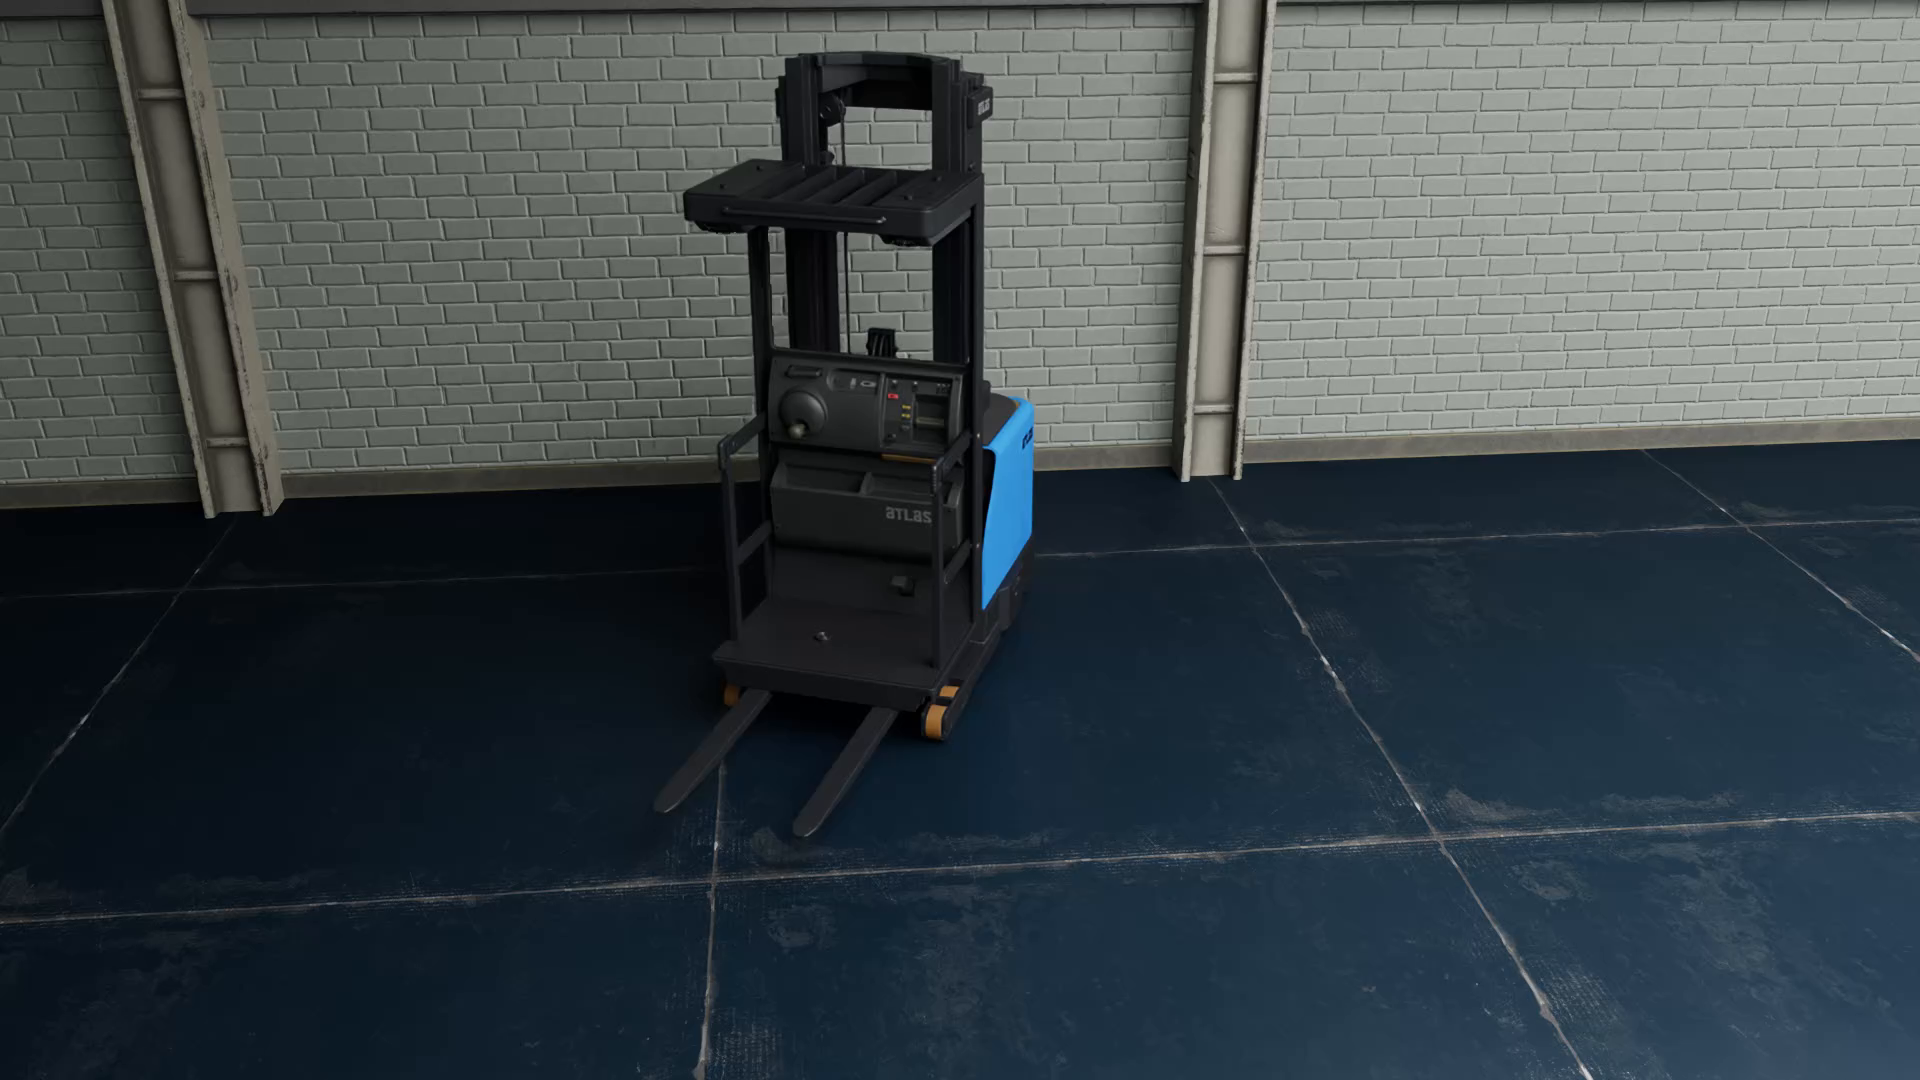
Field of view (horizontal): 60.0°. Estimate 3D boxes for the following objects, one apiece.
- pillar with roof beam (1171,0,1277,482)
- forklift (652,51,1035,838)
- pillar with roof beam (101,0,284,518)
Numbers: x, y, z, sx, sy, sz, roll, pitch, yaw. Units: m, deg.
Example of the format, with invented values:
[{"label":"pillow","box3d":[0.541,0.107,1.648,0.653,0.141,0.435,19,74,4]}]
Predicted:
[{"label":"pillar with roof beam","box3d":[2.011,-2.813,5.001,0.400,9.000,9.100,-2,24,-5]},{"label":"forklift","box3d":[-0.499,-0.592,7.474,1.130,2.935,3.031,7,25,15]},{"label":"pillar with roof beam","box3d":[-3.960,-2.574,4.462,0.400,9.000,9.100,-2,24,-5]}]
